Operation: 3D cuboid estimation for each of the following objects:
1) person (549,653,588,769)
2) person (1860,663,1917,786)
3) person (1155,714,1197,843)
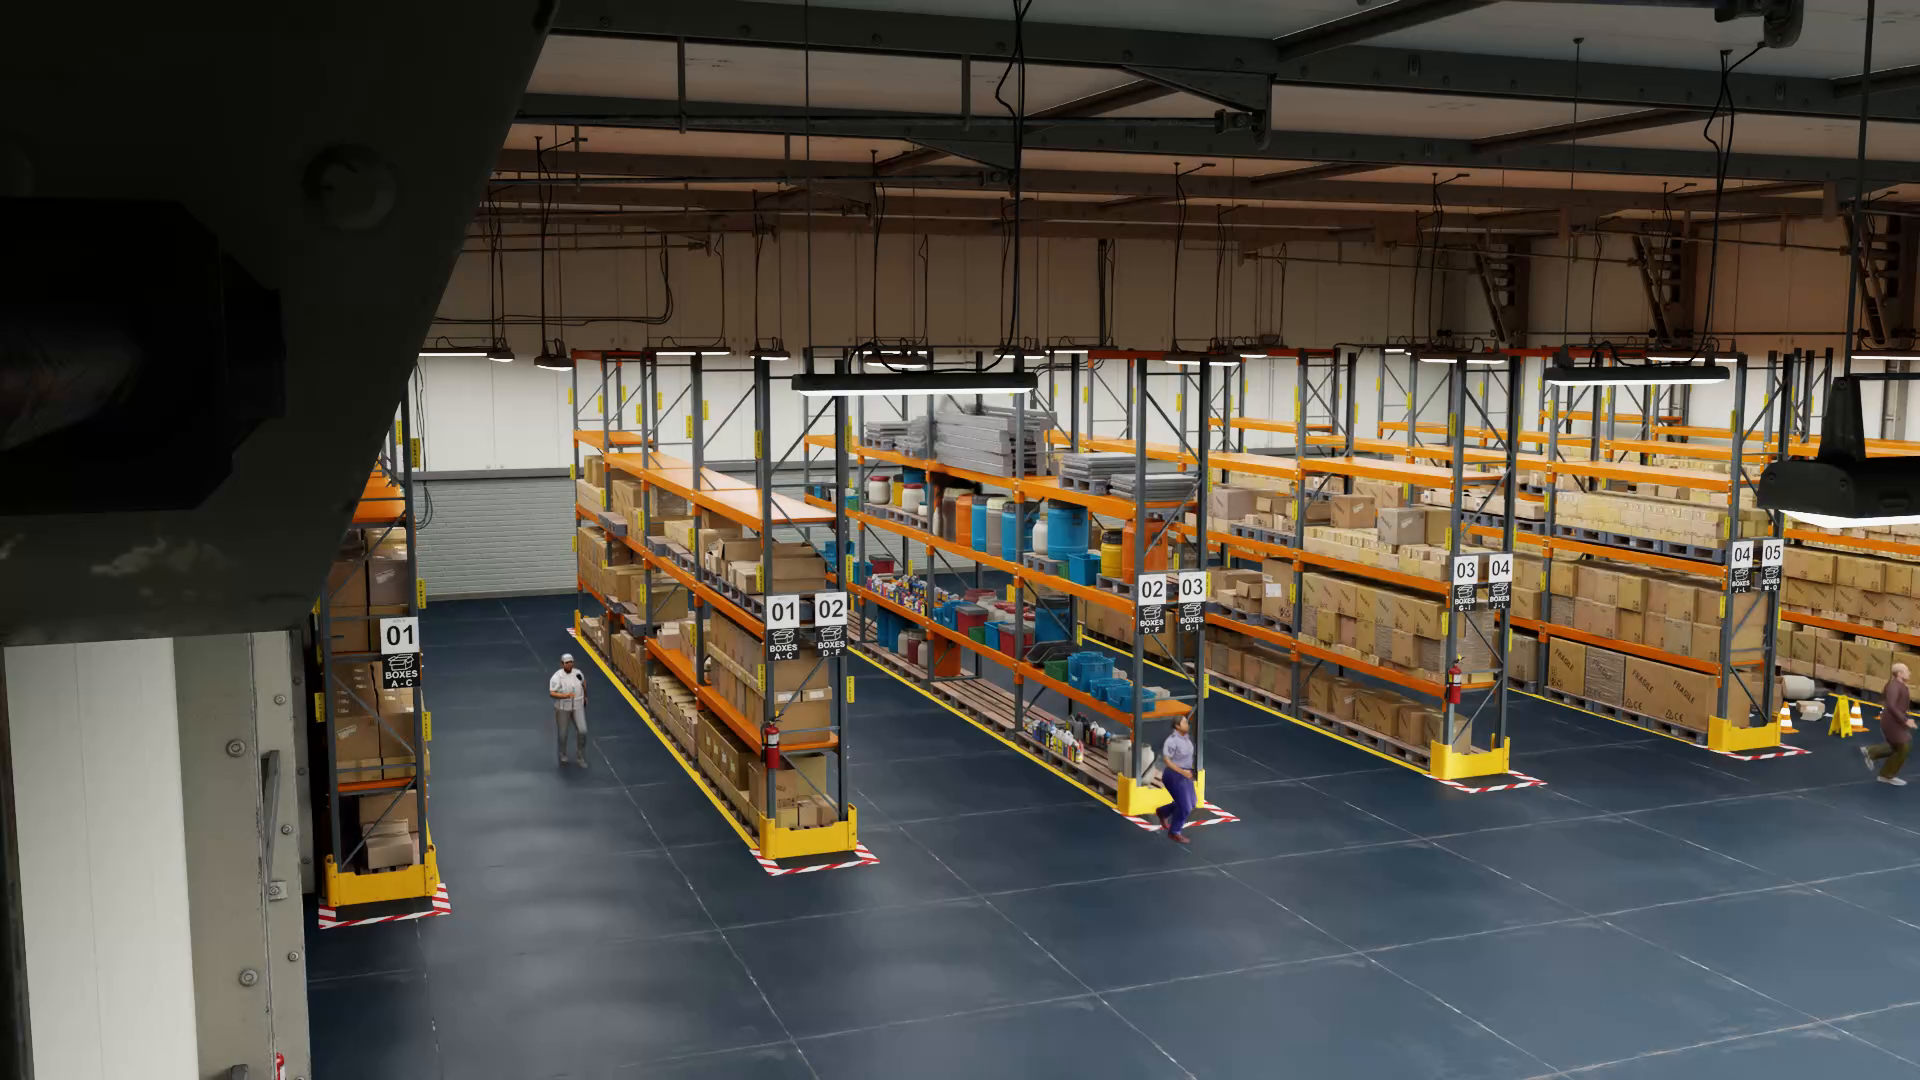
[{"bbox_3d":[-5.722,2.503,24.296,0.559,1.715,0.713,-4,8,-28],"label":"person"},{"bbox_3d":[13.093,2.579,23.426,0.673,1.727,0.694,4,8,27],"label":"person"},{"bbox_3d":[2.694,2.963,20.814,0.591,1.608,0.637,4,8,29],"label":"person"}]
